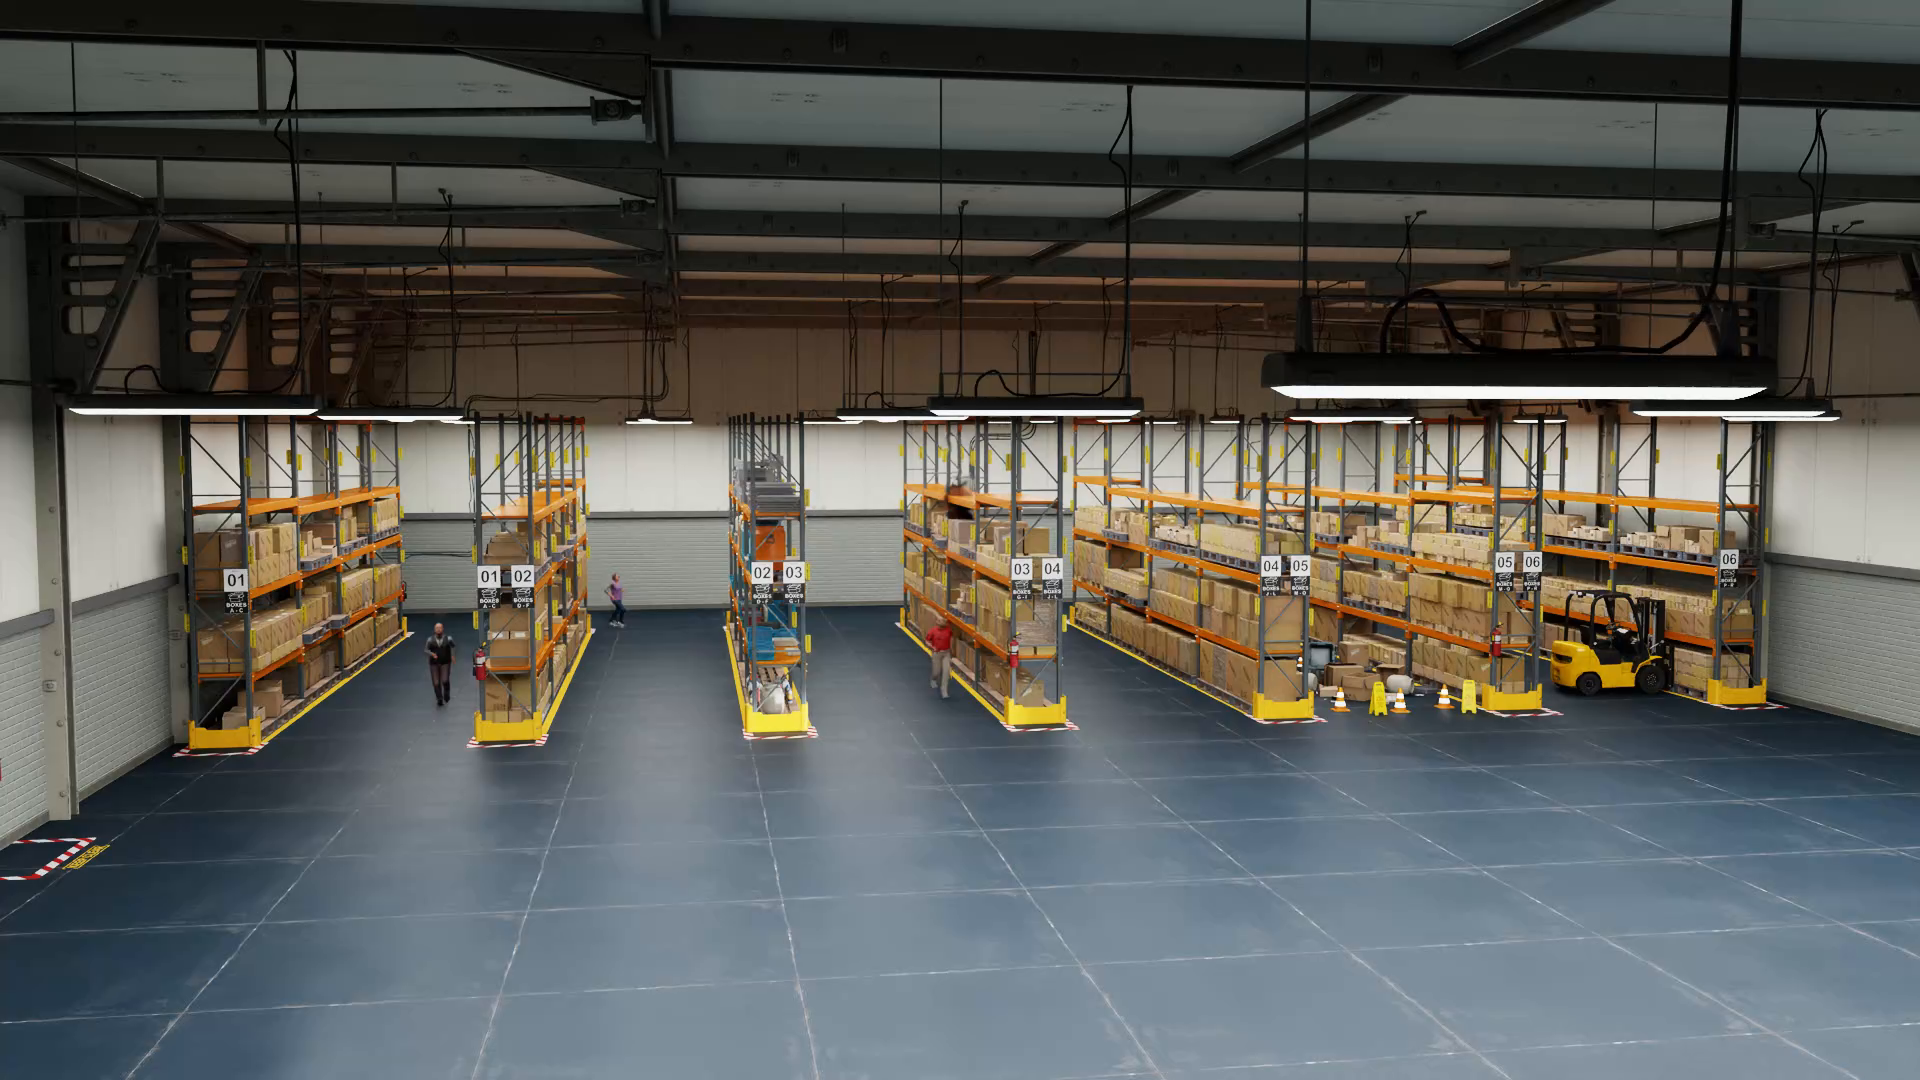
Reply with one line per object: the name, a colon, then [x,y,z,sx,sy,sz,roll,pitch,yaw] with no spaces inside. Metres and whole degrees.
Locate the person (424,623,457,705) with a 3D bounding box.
person: [-10.646,2.556,34.081,0.643,1.682,0.603,-1,4,-14]

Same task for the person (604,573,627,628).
person: [-9.785,1.729,47.285,0.660,1.598,0.559,1,4,16]

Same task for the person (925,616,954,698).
person: [-0.413,2.470,35.478,0.663,1.729,0.888,-1,4,-15]
